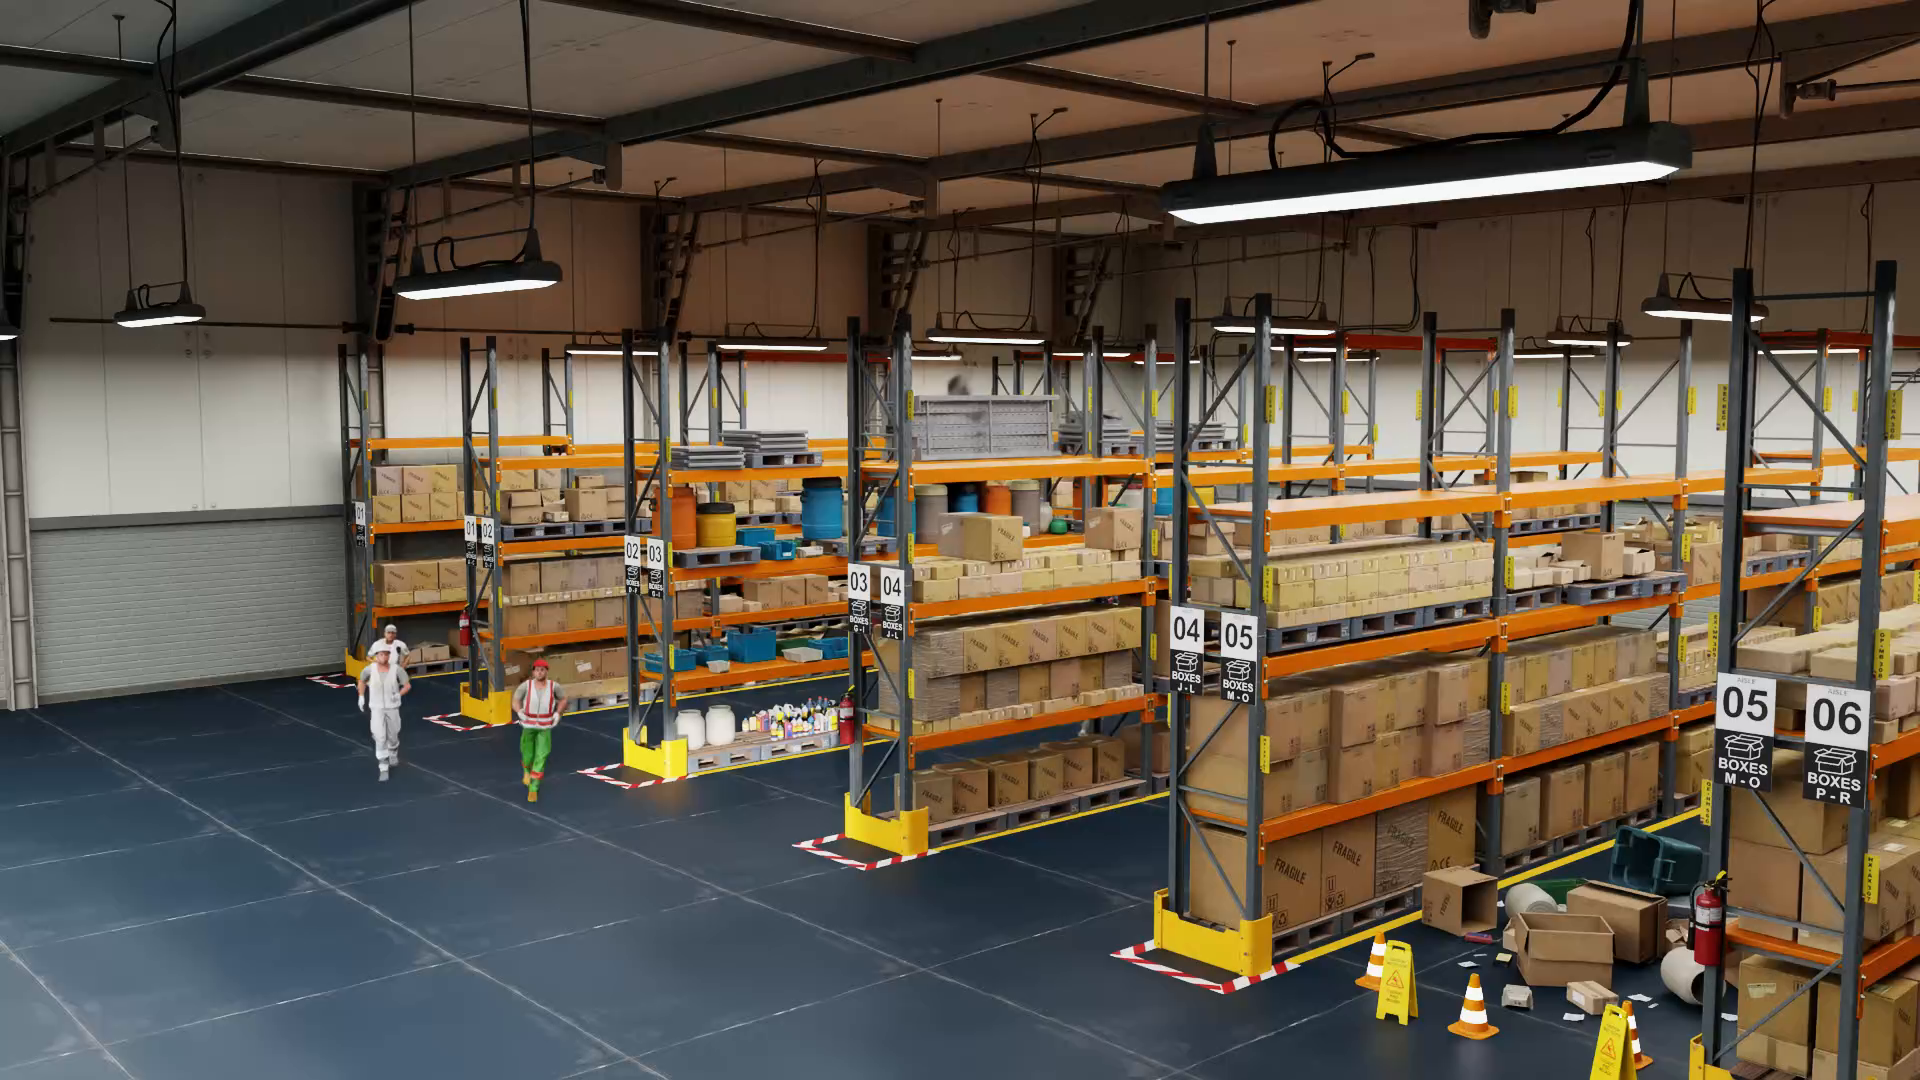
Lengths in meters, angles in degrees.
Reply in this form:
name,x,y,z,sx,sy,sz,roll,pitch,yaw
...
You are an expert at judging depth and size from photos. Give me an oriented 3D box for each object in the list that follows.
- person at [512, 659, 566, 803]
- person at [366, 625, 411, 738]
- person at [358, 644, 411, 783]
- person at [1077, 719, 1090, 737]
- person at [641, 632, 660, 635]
name,x,y,z,sx,sy,sz,roll,pitch,yaw
person,-5.368,2.392,21.236,0.670,1.775,0.839,-1,5,-11
person,-8.644,2.098,25.163,0.618,1.665,0.861,-1,5,-10
person,-7.728,2.281,22.344,0.681,1.810,0.878,-2,5,-18
person,1.983,2.129,24.965,0.541,1.567,0.843,4,6,35
person,-5.763,1.541,30.710,0.717,1.747,0.645,4,7,40
